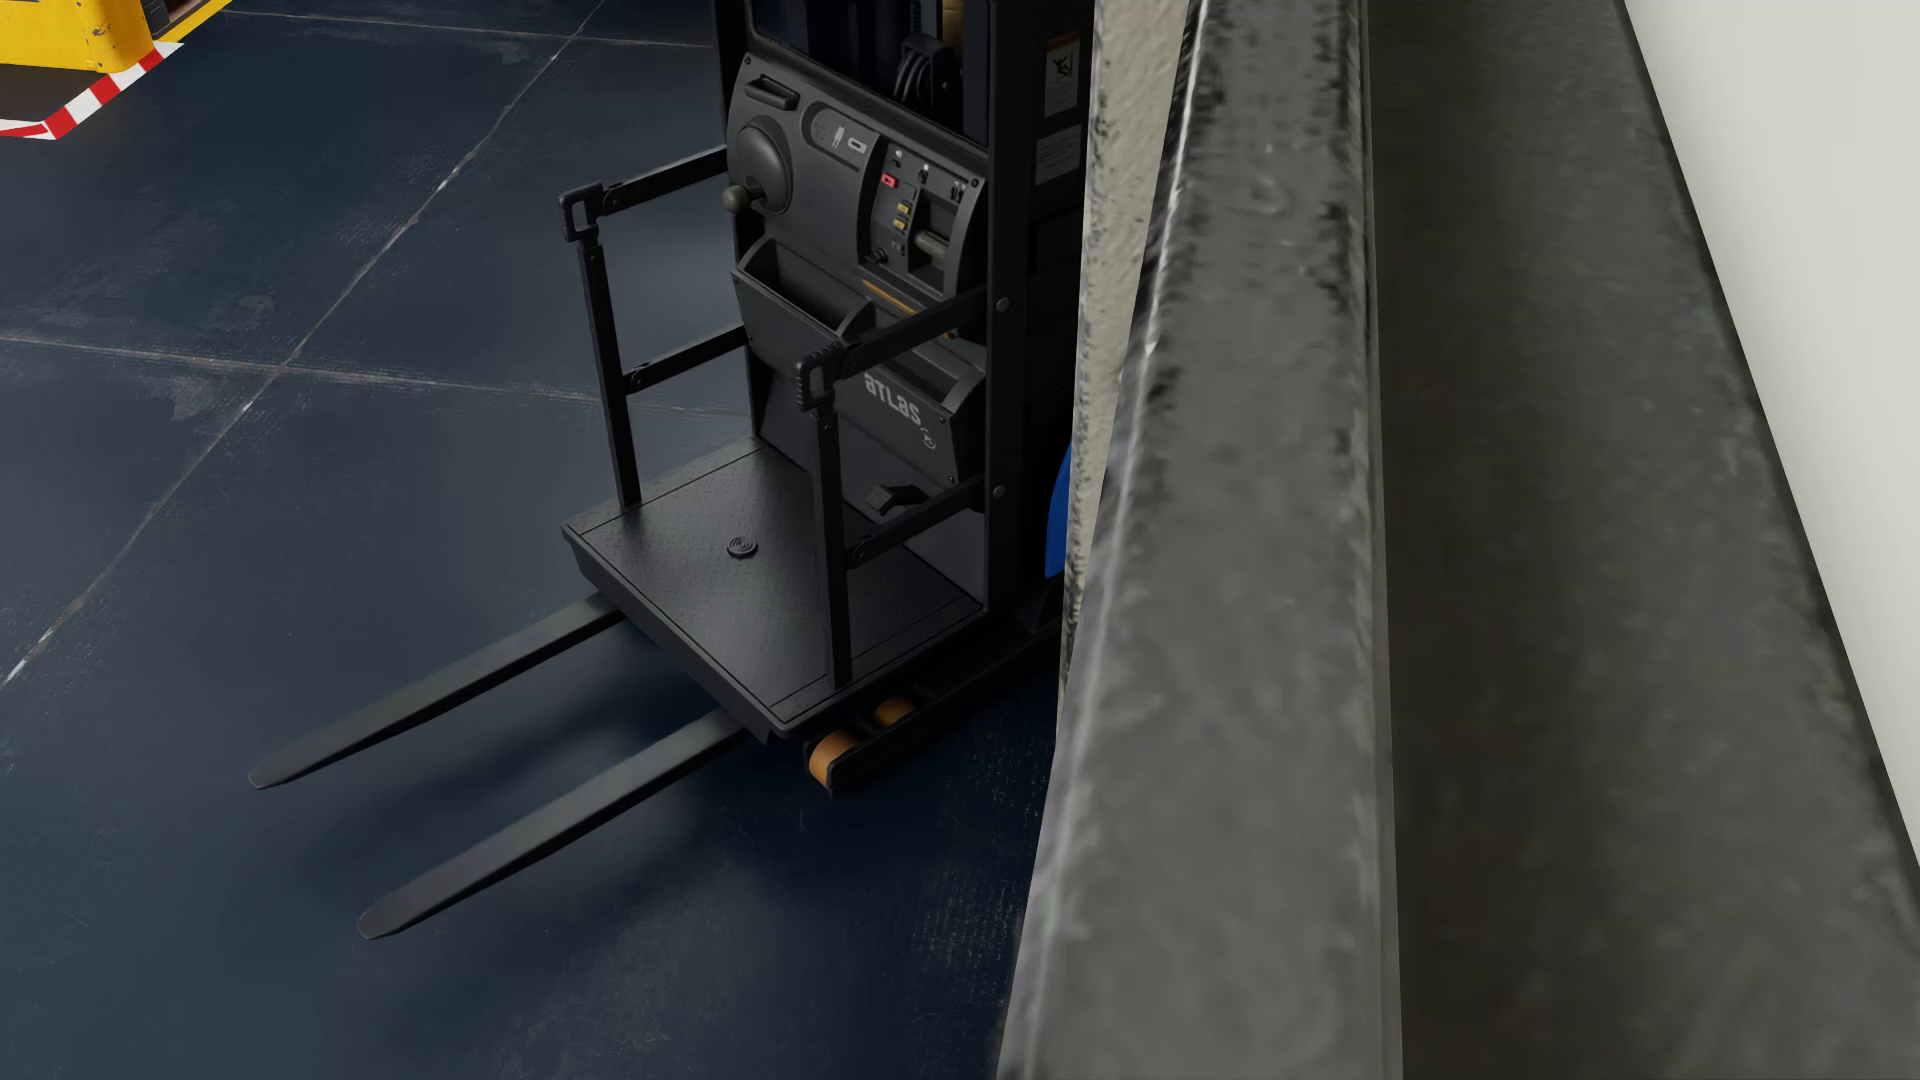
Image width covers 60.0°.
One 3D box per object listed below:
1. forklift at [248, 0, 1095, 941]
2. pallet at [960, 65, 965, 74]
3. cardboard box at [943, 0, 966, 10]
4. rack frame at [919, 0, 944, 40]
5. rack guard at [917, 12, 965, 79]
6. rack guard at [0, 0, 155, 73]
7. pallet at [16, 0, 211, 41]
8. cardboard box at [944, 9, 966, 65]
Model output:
[{"bbox_3d":[-0.432,-0.837,3.963,3.031,2.935,1.130,-29,48,-30],"label":"forklift"},{"bbox_3d":[0.418,-2.370,7.950,1.003,0.211,1.213,6,40,8],"label":"pallet"},{"bbox_3d":[0.103,-2.594,7.470,0.500,0.250,0.500,6,40,7],"label":"cardboard box"},{"bbox_3d":[0.327,-2.960,6.476,1.000,3.000,0.127,6,40,8],"label":"rack frame"},{"bbox_3d":[0.323,-1.981,7.254,1.175,0.500,0.348,6,40,8],"label":"rack guard"},{"bbox_3d":[-4.550,-2.589,7.989,1.175,0.500,0.348,6,40,8],"label":"rack guard"},{"bbox_3d":[-4.374,-2.984,8.693,1.003,0.211,1.213,6,40,8],"label":"pallet"},{"bbox_3d":[0.097,-2.391,7.617,0.500,0.250,0.500,7,40,8],"label":"cardboard box"}]
